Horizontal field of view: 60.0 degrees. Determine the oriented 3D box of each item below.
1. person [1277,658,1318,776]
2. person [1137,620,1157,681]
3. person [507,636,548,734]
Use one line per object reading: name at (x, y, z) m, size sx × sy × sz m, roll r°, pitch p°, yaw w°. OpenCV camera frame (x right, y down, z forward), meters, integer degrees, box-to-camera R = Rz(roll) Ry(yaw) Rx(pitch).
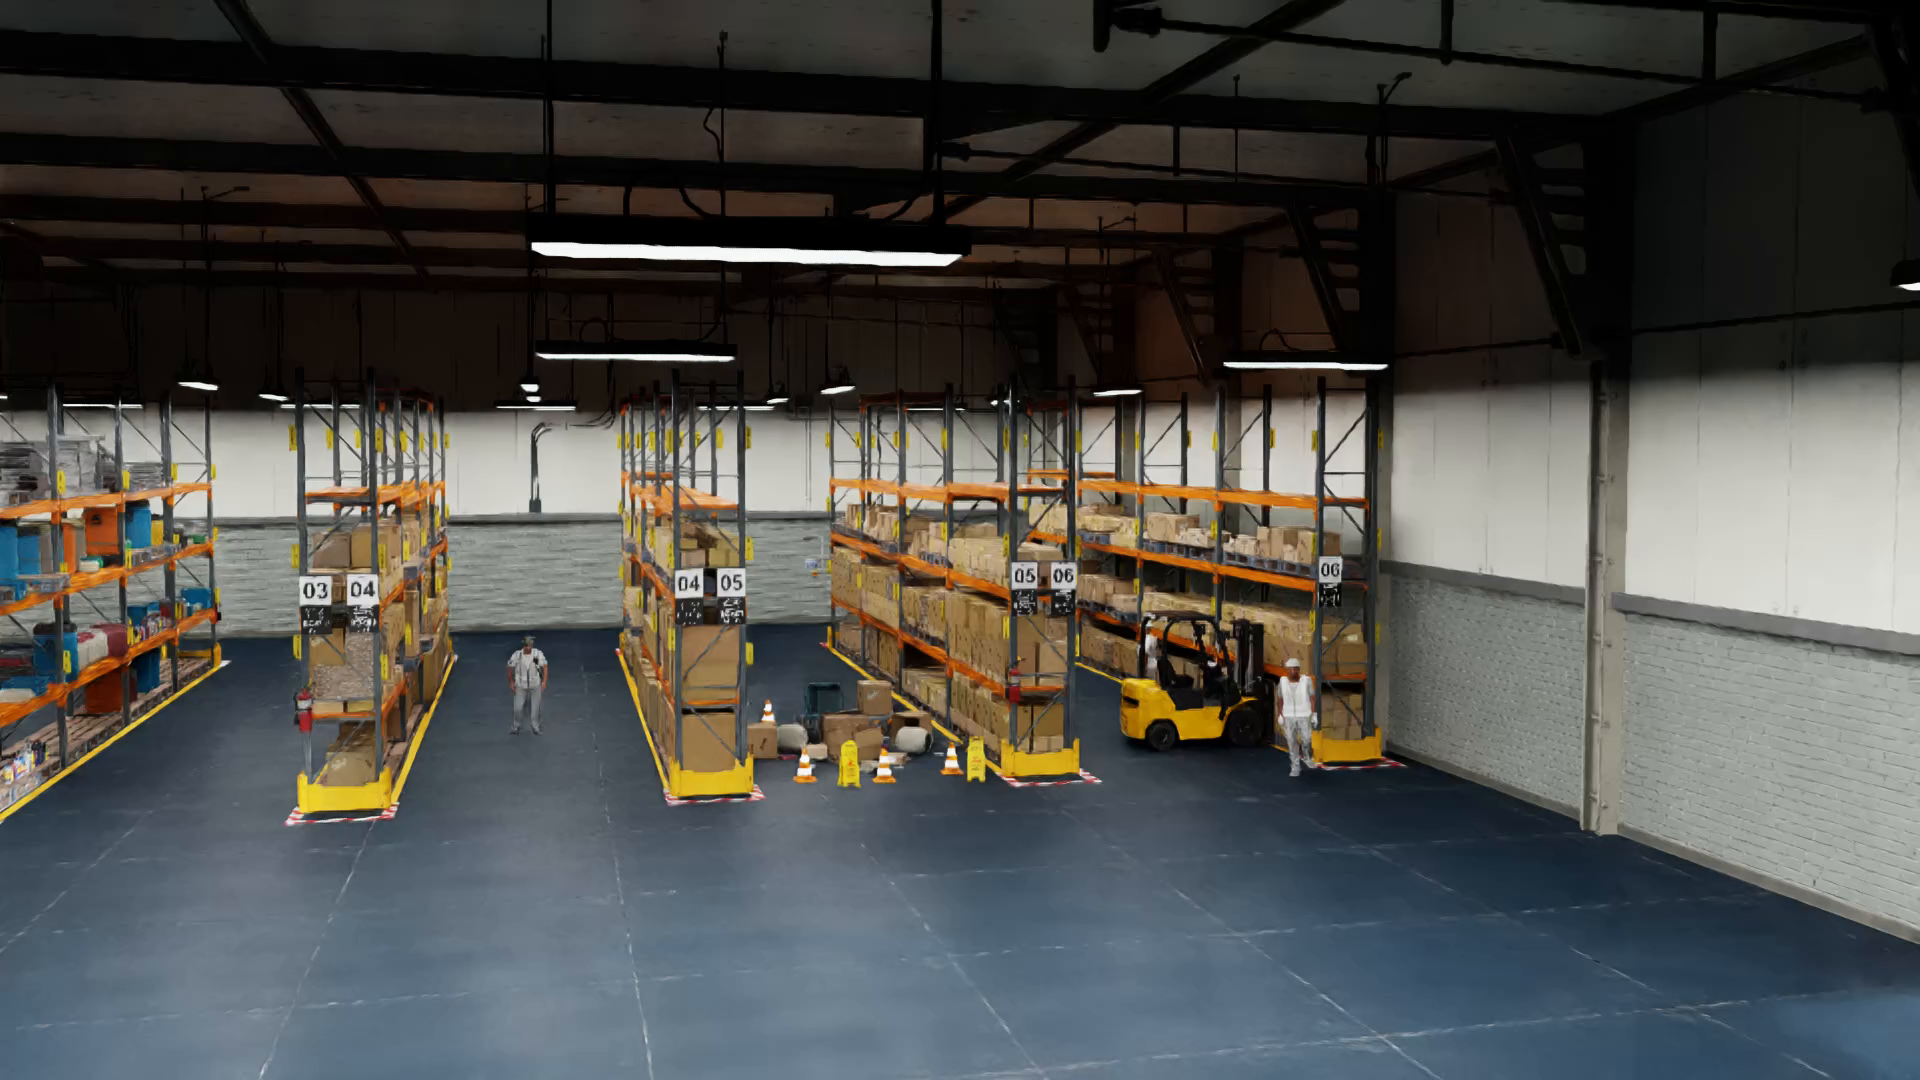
person at (5.046, 2.633, 24.853) m, size 0.601 × 1.777 × 0.562 m, roll 1°, pitch 4°, yaw 22°
person at (3.345, 2.312, 30.075) m, size 0.579 × 1.763 × 0.676 m, roll 1°, pitch 3°, yaw 12°
person at (-7.371, 2.459, 28.350) m, size 0.682 × 1.715 × 0.542 m, roll -1°, pitch 4°, yaw -15°
